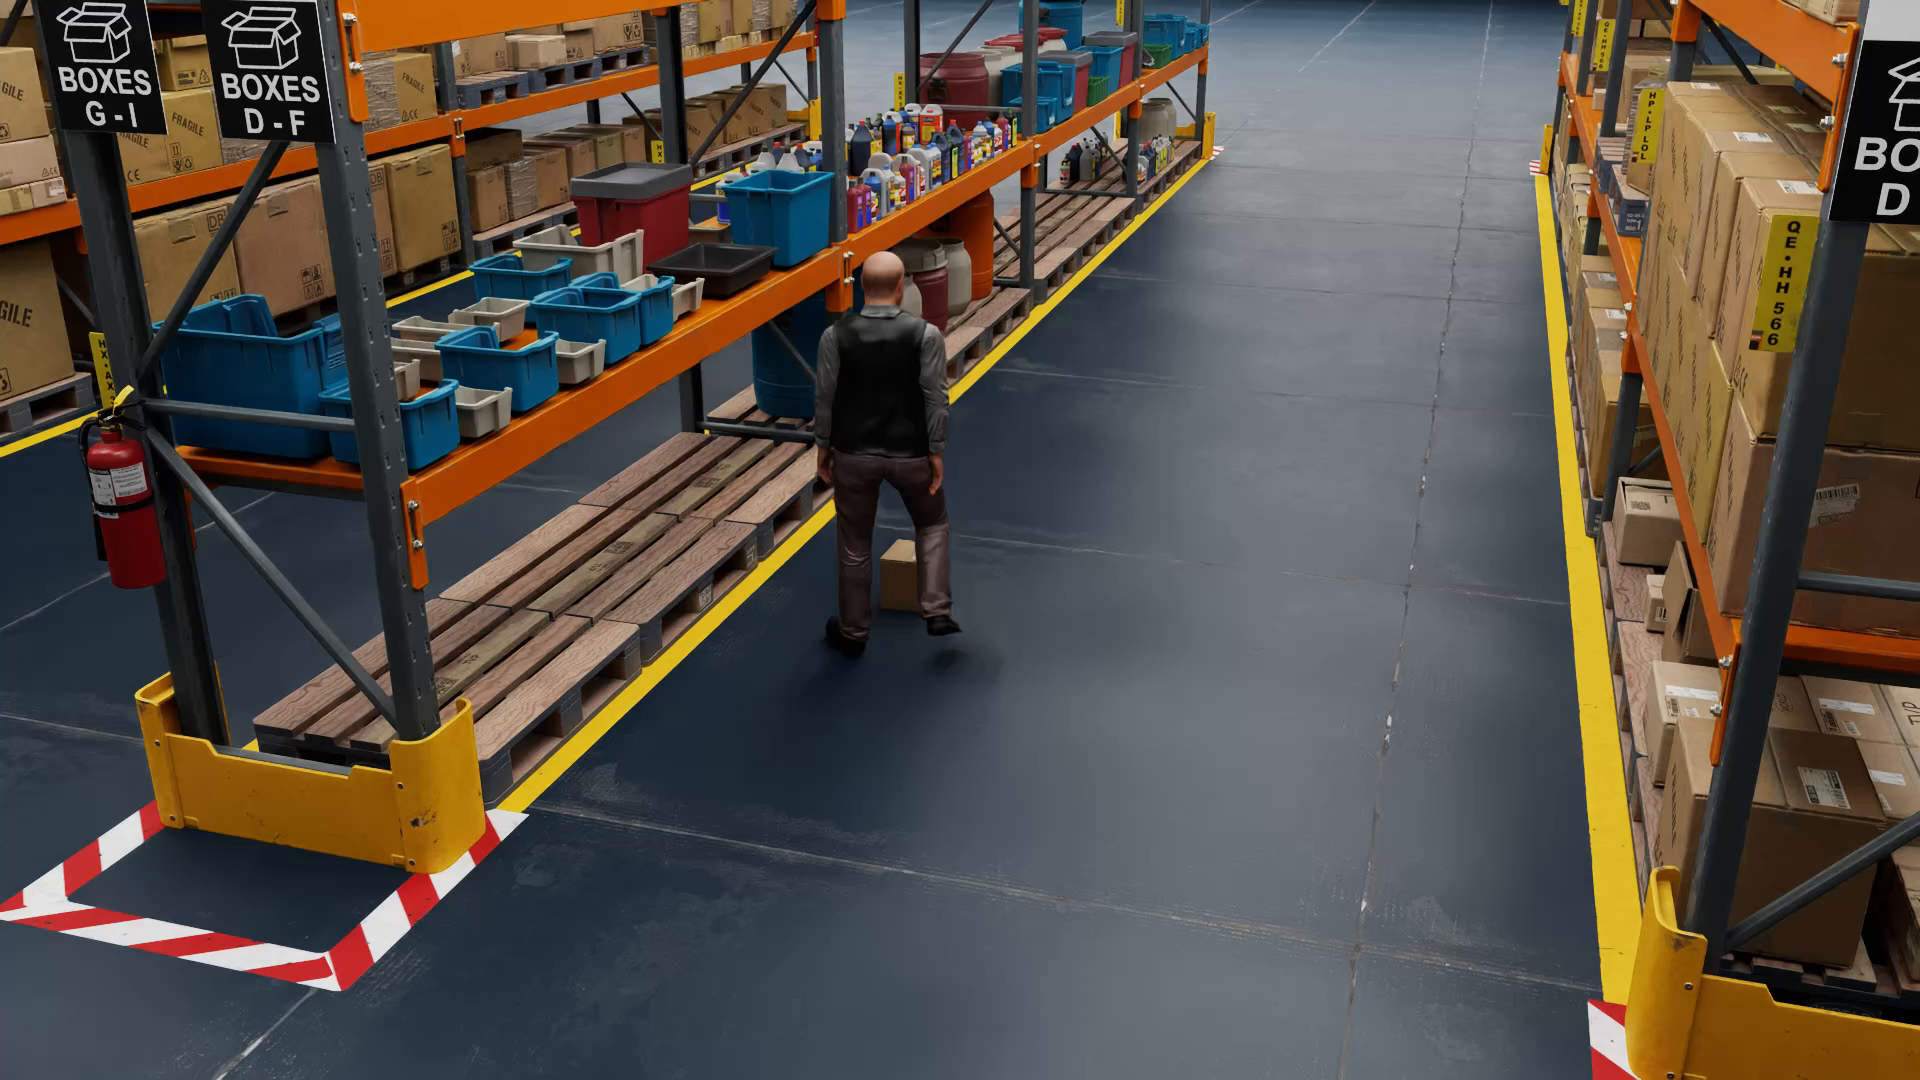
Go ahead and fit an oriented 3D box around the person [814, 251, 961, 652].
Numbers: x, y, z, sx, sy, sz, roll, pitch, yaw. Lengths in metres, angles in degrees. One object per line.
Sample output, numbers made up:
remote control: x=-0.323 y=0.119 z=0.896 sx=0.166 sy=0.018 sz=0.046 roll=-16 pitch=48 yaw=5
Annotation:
person: x=-0.299 y=-0.339 z=6.921 sx=0.600 sy=1.709 sz=0.444 roll=-2 pitch=22 yaw=-5
